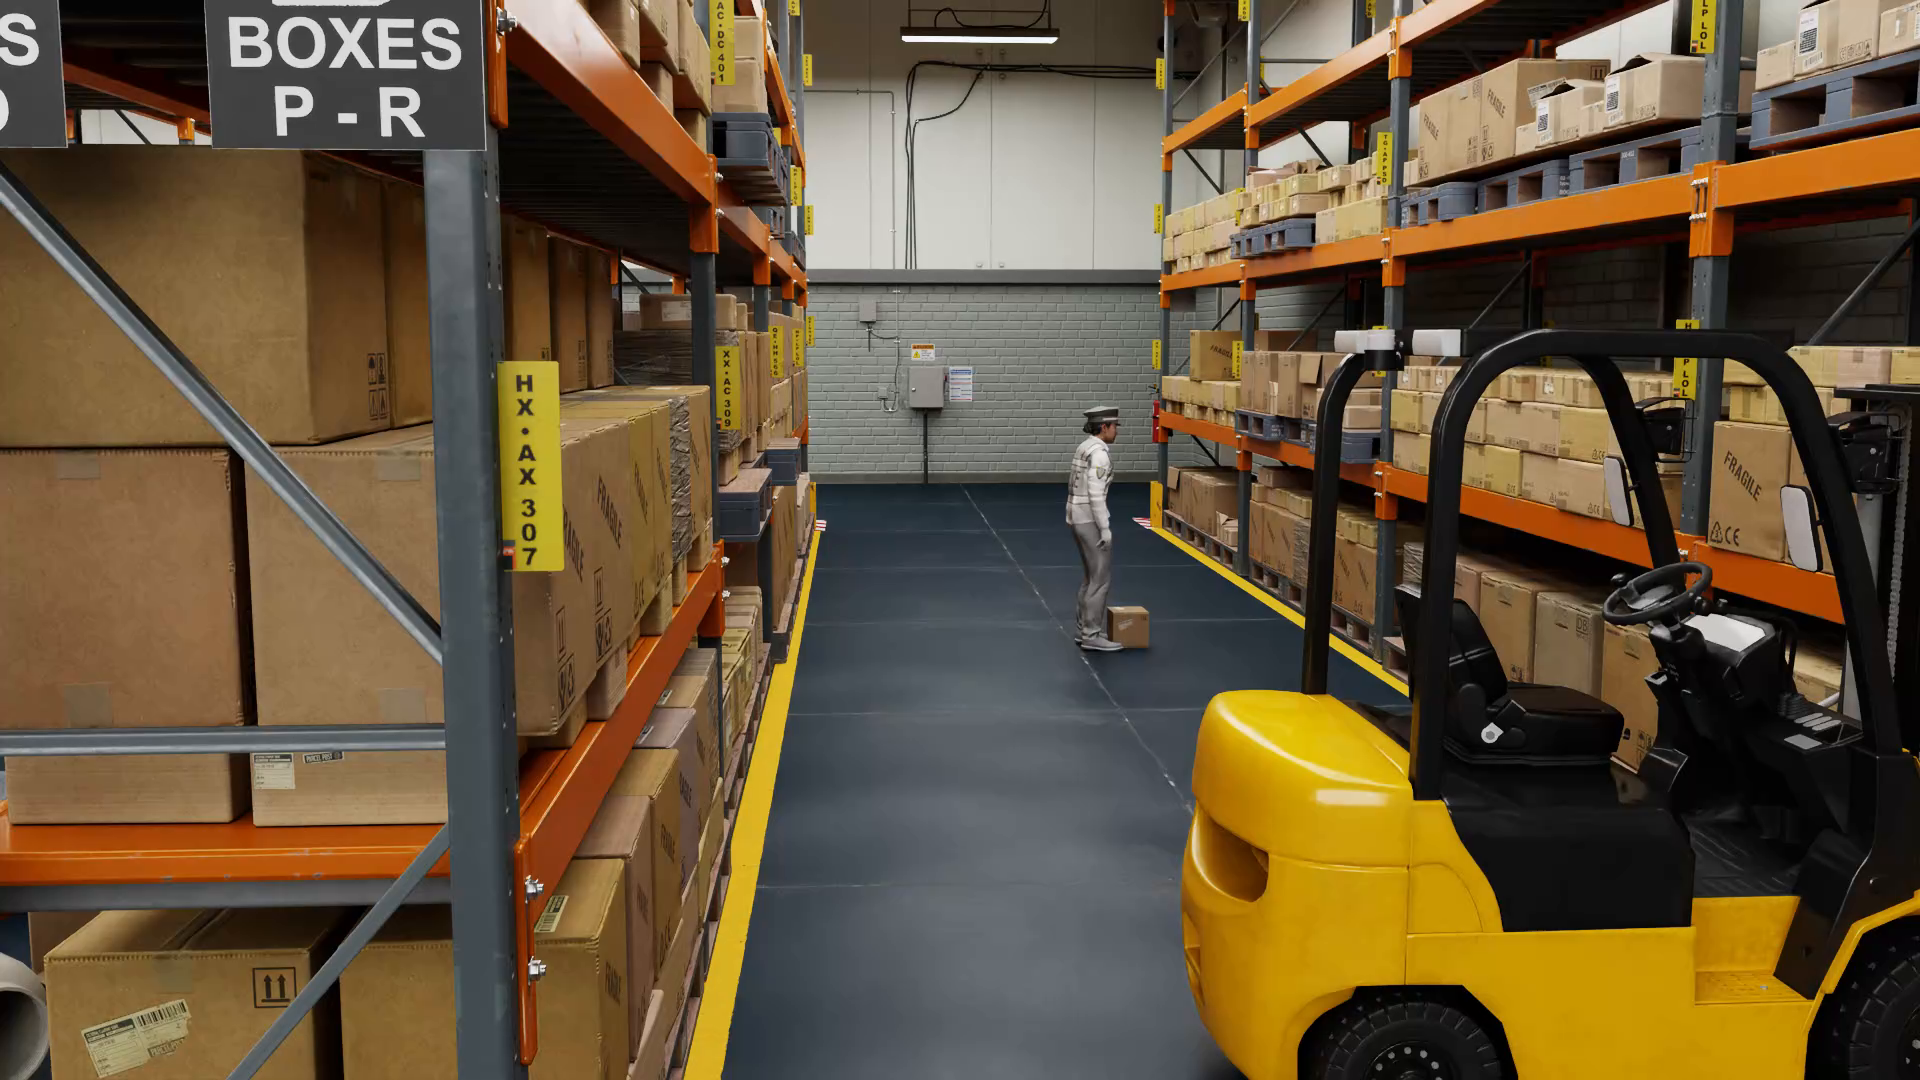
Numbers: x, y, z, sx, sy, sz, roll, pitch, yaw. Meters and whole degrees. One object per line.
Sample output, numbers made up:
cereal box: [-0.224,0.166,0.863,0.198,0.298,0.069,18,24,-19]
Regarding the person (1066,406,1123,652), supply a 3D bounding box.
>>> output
person: [0.926,-0.090,11.481,0.375,1.662,0.542,-1,7,-7]
